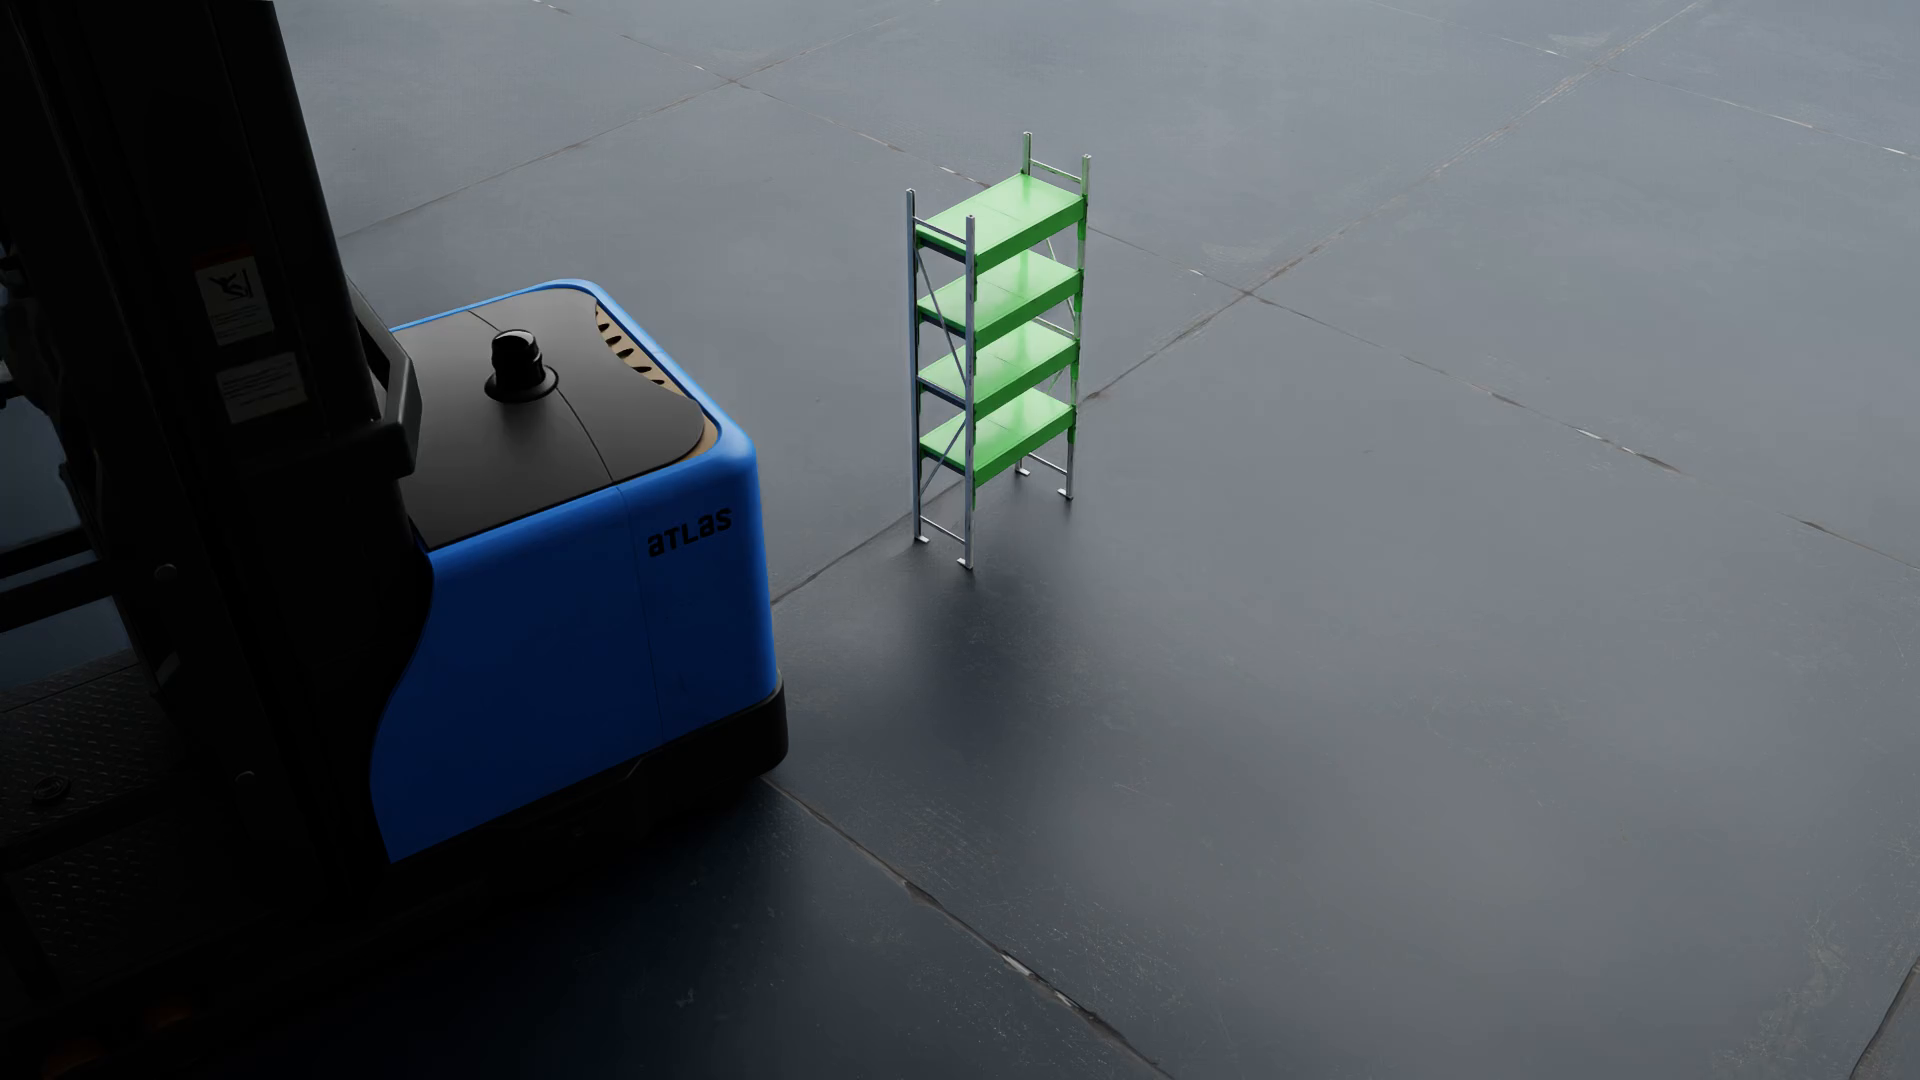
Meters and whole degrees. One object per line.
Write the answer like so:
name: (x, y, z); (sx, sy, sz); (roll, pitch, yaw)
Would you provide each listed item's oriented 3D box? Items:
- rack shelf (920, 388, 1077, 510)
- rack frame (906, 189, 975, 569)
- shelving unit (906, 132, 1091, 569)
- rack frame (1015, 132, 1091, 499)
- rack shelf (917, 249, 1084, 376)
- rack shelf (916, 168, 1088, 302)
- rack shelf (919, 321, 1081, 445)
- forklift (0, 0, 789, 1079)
rack shelf: (0.112, -0.308, 5.161); (0.258, 0.148, 0.480); (30, 47, 32)
rack frame: (-0.053, -0.434, 4.831); (0.240, 1.200, 0.015); (30, 47, 32)
shelving unit: (0.112, -0.546, 4.972); (0.258, 1.200, 0.503); (30, 47, 32)
rack frame: (0.276, -0.658, 5.113); (0.240, 1.200, 0.015); (30, 47, 32)
rack shelf: (0.112, -0.683, 4.863); (0.258, 0.148, 0.480); (30, 47, 32)
rack shelf: (0.112, -0.871, 4.713); (0.258, 0.148, 0.480); (30, 47, 32)
rack shelf: (0.112, -0.496, 5.012); (0.258, 0.148, 0.480); (30, 47, 32)
forklift: (-1.967, -0.267, 3.231); (3.031, 2.935, 1.130); (-23, 44, -26)
